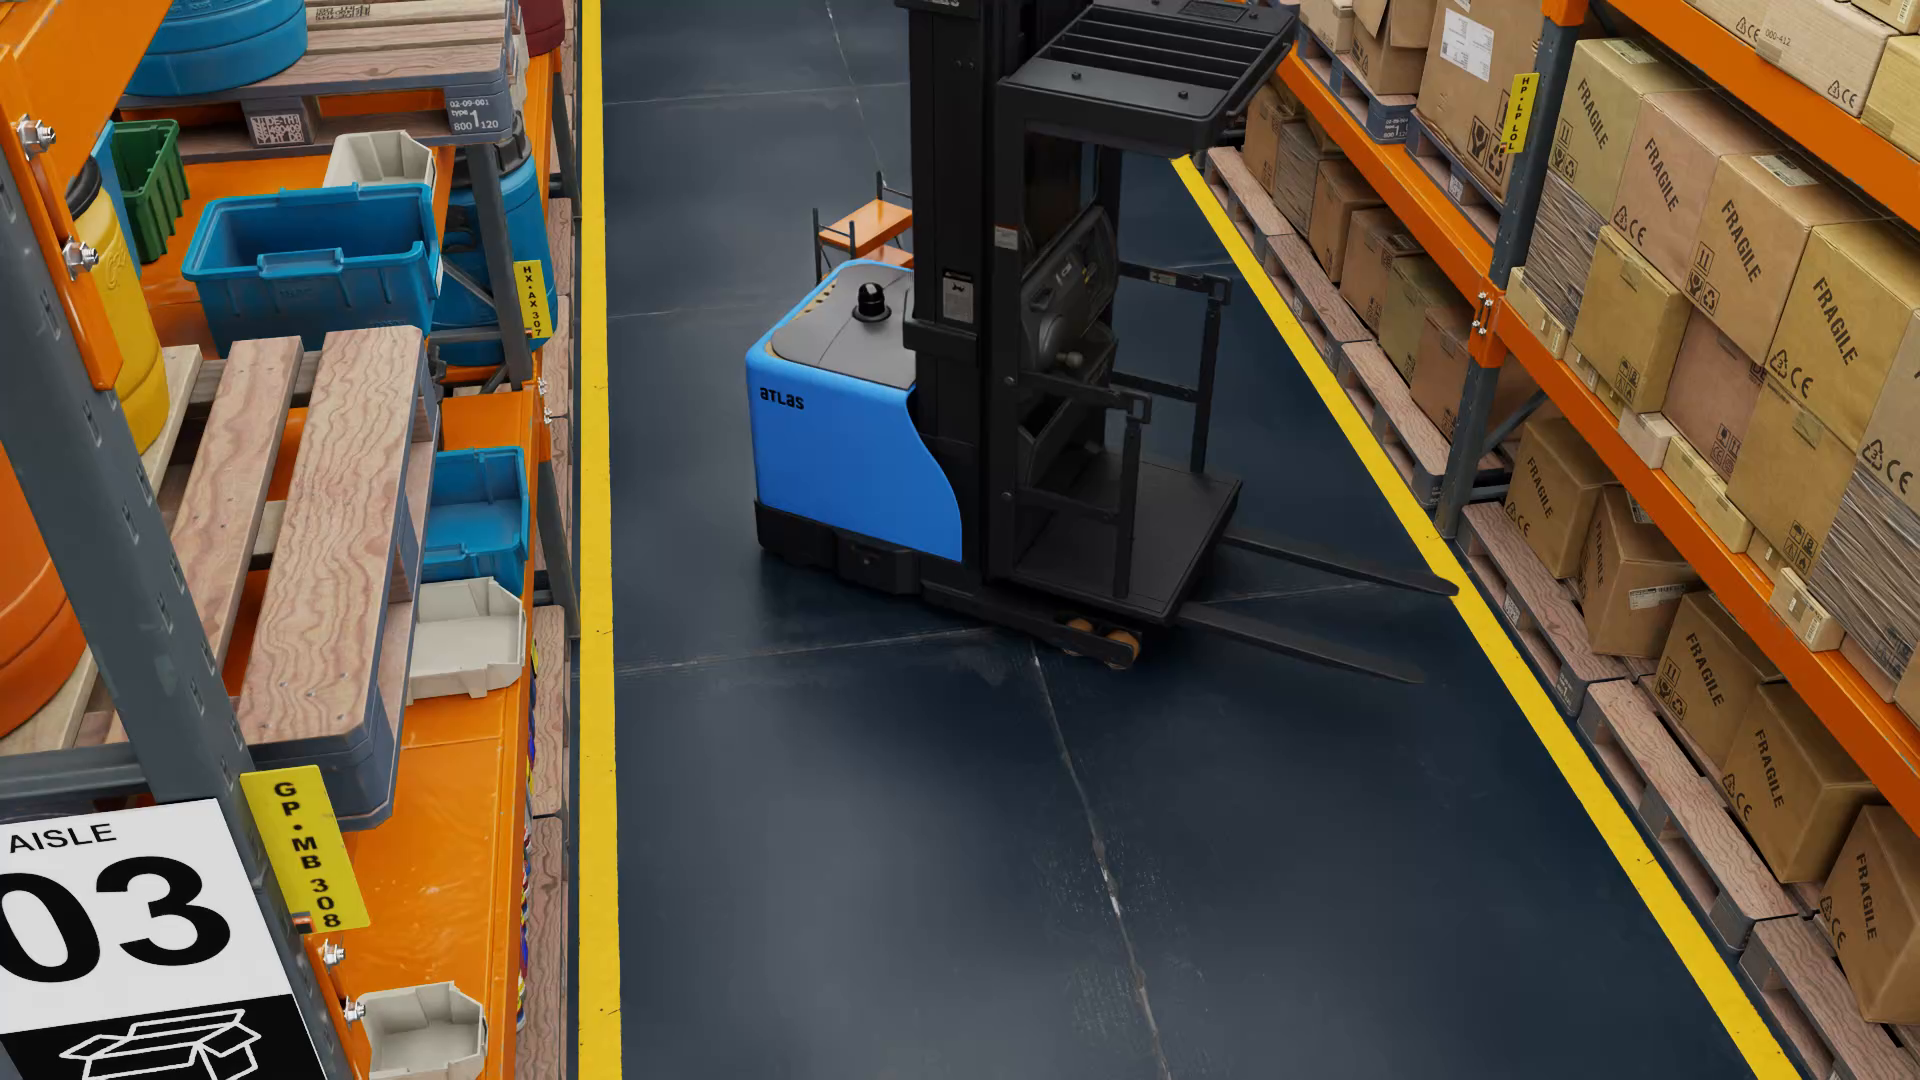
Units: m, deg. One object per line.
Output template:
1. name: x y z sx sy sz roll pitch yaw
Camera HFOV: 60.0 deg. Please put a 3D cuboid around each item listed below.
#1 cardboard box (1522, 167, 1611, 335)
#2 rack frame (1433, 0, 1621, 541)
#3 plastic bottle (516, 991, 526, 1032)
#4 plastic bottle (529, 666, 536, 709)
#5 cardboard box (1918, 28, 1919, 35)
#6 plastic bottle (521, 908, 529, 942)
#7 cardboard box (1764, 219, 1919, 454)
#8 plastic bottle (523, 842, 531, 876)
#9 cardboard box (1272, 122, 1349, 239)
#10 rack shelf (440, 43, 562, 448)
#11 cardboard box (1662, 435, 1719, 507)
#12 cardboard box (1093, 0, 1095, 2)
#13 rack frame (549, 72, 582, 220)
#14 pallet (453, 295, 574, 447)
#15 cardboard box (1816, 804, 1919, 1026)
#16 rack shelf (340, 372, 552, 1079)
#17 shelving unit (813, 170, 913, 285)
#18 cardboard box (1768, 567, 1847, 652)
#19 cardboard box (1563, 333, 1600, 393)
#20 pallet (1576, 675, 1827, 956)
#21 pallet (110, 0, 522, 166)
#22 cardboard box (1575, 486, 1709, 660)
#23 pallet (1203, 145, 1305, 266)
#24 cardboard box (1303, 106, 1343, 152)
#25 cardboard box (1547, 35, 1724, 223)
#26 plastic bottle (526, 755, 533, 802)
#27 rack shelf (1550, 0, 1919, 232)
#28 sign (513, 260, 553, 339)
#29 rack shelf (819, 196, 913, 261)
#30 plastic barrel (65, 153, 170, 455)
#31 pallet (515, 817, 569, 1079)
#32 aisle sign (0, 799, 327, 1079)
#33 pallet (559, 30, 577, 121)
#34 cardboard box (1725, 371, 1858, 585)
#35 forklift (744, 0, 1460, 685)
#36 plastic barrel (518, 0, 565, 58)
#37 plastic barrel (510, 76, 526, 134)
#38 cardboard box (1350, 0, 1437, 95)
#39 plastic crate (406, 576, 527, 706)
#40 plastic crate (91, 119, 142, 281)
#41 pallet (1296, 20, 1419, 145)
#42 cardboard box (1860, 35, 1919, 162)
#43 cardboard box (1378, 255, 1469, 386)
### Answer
1. cardboard box: 2.750 -1.150 6.461 0.875 0.500 0.500 -6 38 -8
2. rack frame: 2.732 -1.271 6.941 1.000 3.000 0.127 -6 38 -8
3. plastic bottle: -1.454 1.453 5.301 0.097 0.271 0.097 0 38 0
4. plastic bottle: -1.748 0.492 6.473 0.144 0.351 0.185 -7 38 -9
5. cardboard box: 2.830 -1.389 4.445 0.380 0.149 0.250 -5 38 -7
6. plastic bottle: -1.514 1.246 5.567 0.097 0.271 0.097 0 38 0
7. cardboard box: 2.836 -0.619 4.963 0.500 0.500 0.500 -6 38 -8
8. plastic bottle: -1.567 1.063 5.802 0.097 0.271 0.097 0 38 0
9. cardboard box: 2.278 -2.138 9.736 0.700 0.500 0.500 -9 39 -12
10. rack shelf: -2.495 -1.662 8.031 1.077 0.370 4.000 -6 38 -8
11. cardboard box: 2.717 -0.258 5.841 0.380 0.149 0.250 -6 38 -8
12. cardboard box: 1.619 -4.506 12.495 1.225 0.875 0.875 -7 38 -10
13. rack frame: -2.845 -3.155 9.366 1.000 3.000 0.127 -6 38 -8
14. pallet: -2.537 -0.846 8.667 1.003 0.211 1.213 -6 38 -8
15. cardboard box: 3.202 1.230 5.417 0.500 0.500 0.500 3 38 4
16. rack shelf: -1.794 0.754 4.921 1.077 0.370 4.000 -6 38 -8
17. shelving unit: -0.448 -1.163 8.269 0.258 1.200 0.503 24 44 27
18. cardboard box: 2.814 0.199 5.253 0.380 0.149 0.250 -6 38 -8
19. cardboard box: 2.576 -0.709 6.423 0.380 0.149 0.250 -6 38 -8
20. pallet: 3.102 0.970 6.329 1.003 0.211 1.213 -6 38 -8
21. pallet: -1.922 -1.423 4.846 1.213 0.211 1.003 -6 38 -8
22. cardboard box: 2.871 0.141 6.819 0.500 0.500 0.500 5 38 7
23. pallet: 2.166 -2.114 10.299 1.003 0.211 1.213 -6 38 -8
24. cardboard box: 2.281 -2.449 9.525 0.500 0.250 0.500 -2 38 -3
25. cardboard box: 2.561 -1.524 6.128 0.500 0.500 0.500 -6 38 -8
26. plastic bottle: -1.657 0.803 6.072 0.144 0.351 0.185 -6 38 -8
27. rack shelf: 3.083 -0.964 4.687 1.077 0.370 4.000 -6 38 -8
28. sign: -1.601 -0.900 6.238 0.100 0.325 0.005 -6 38 -8
29. rack shelf: -0.448 -1.474 8.028 0.258 0.148 0.480 24 44 27
30. plastic barrel: -1.768 -0.422 2.908 0.600 0.588 0.600 0 38 0
31. pallet: -1.850 1.511 5.633 1.003 0.211 1.213 -6 38 -8
32. aisle sign: -1.142 0.663 2.333 0.394 0.787 0.004 -6 38 -8
33. pallet: -3.235 -3.260 11.775 1.003 0.211 1.213 -6 38 -8
34. cardboard box: 3.037 -0.246 5.298 0.875 0.500 0.500 -6 38 -8
35. forklift: 0.629 -0.983 6.626 3.031 2.935 1.130 16 41 19
36. plastic barrel: -2.466 -2.961 9.005 0.600 0.536 0.708 -6 38 -8
37. plastic barrel: -2.300 -2.098 7.895 0.433 0.535 0.433 0 38 0
38. cardboard box: 2.337 -2.515 8.116 0.797 0.503 0.637 -3 38 -3
39. plastic crate: -1.610 0.319 5.109 0.530 0.136 0.437 -6 38 -8
40. plastic crate: -2.074 -0.620 3.671 0.392 0.384 0.575 -6 38 -8
41. pallet: 2.418 -2.420 8.577 1.003 0.211 1.213 -6 38 -8
42. cardboard box: 2.834 -1.159 4.475 0.500 0.250 0.500 -7 38 -9
43. cardboard box: 2.581 -1.121 8.427 0.700 0.500 0.500 -6 38 -8
